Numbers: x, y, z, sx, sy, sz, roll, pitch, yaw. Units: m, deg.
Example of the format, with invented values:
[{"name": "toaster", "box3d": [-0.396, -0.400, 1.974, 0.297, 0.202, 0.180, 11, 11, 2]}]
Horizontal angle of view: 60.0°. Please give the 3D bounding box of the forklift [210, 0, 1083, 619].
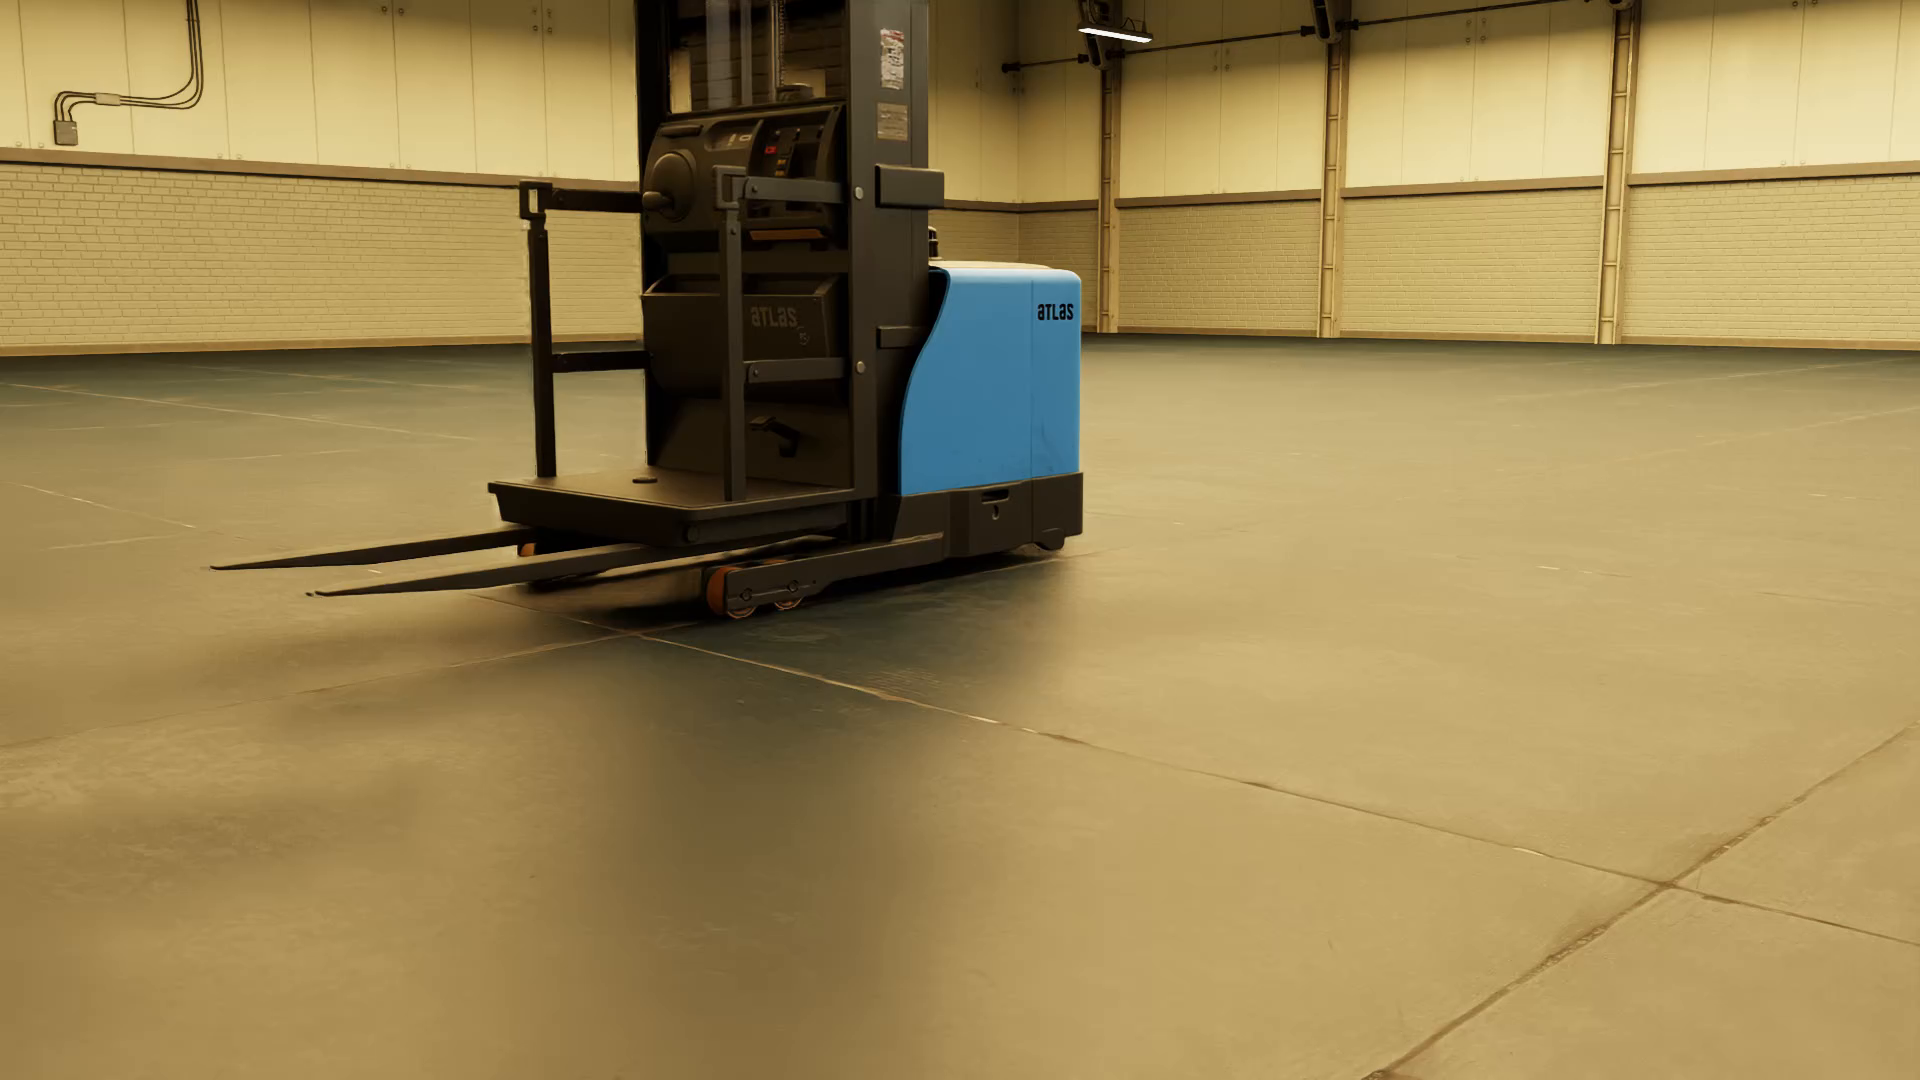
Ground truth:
[{"name": "forklift", "box3d": [-0.881, -1.291, 5.446, 1.130, 2.935, 3.031, 8, 11, 41]}]
